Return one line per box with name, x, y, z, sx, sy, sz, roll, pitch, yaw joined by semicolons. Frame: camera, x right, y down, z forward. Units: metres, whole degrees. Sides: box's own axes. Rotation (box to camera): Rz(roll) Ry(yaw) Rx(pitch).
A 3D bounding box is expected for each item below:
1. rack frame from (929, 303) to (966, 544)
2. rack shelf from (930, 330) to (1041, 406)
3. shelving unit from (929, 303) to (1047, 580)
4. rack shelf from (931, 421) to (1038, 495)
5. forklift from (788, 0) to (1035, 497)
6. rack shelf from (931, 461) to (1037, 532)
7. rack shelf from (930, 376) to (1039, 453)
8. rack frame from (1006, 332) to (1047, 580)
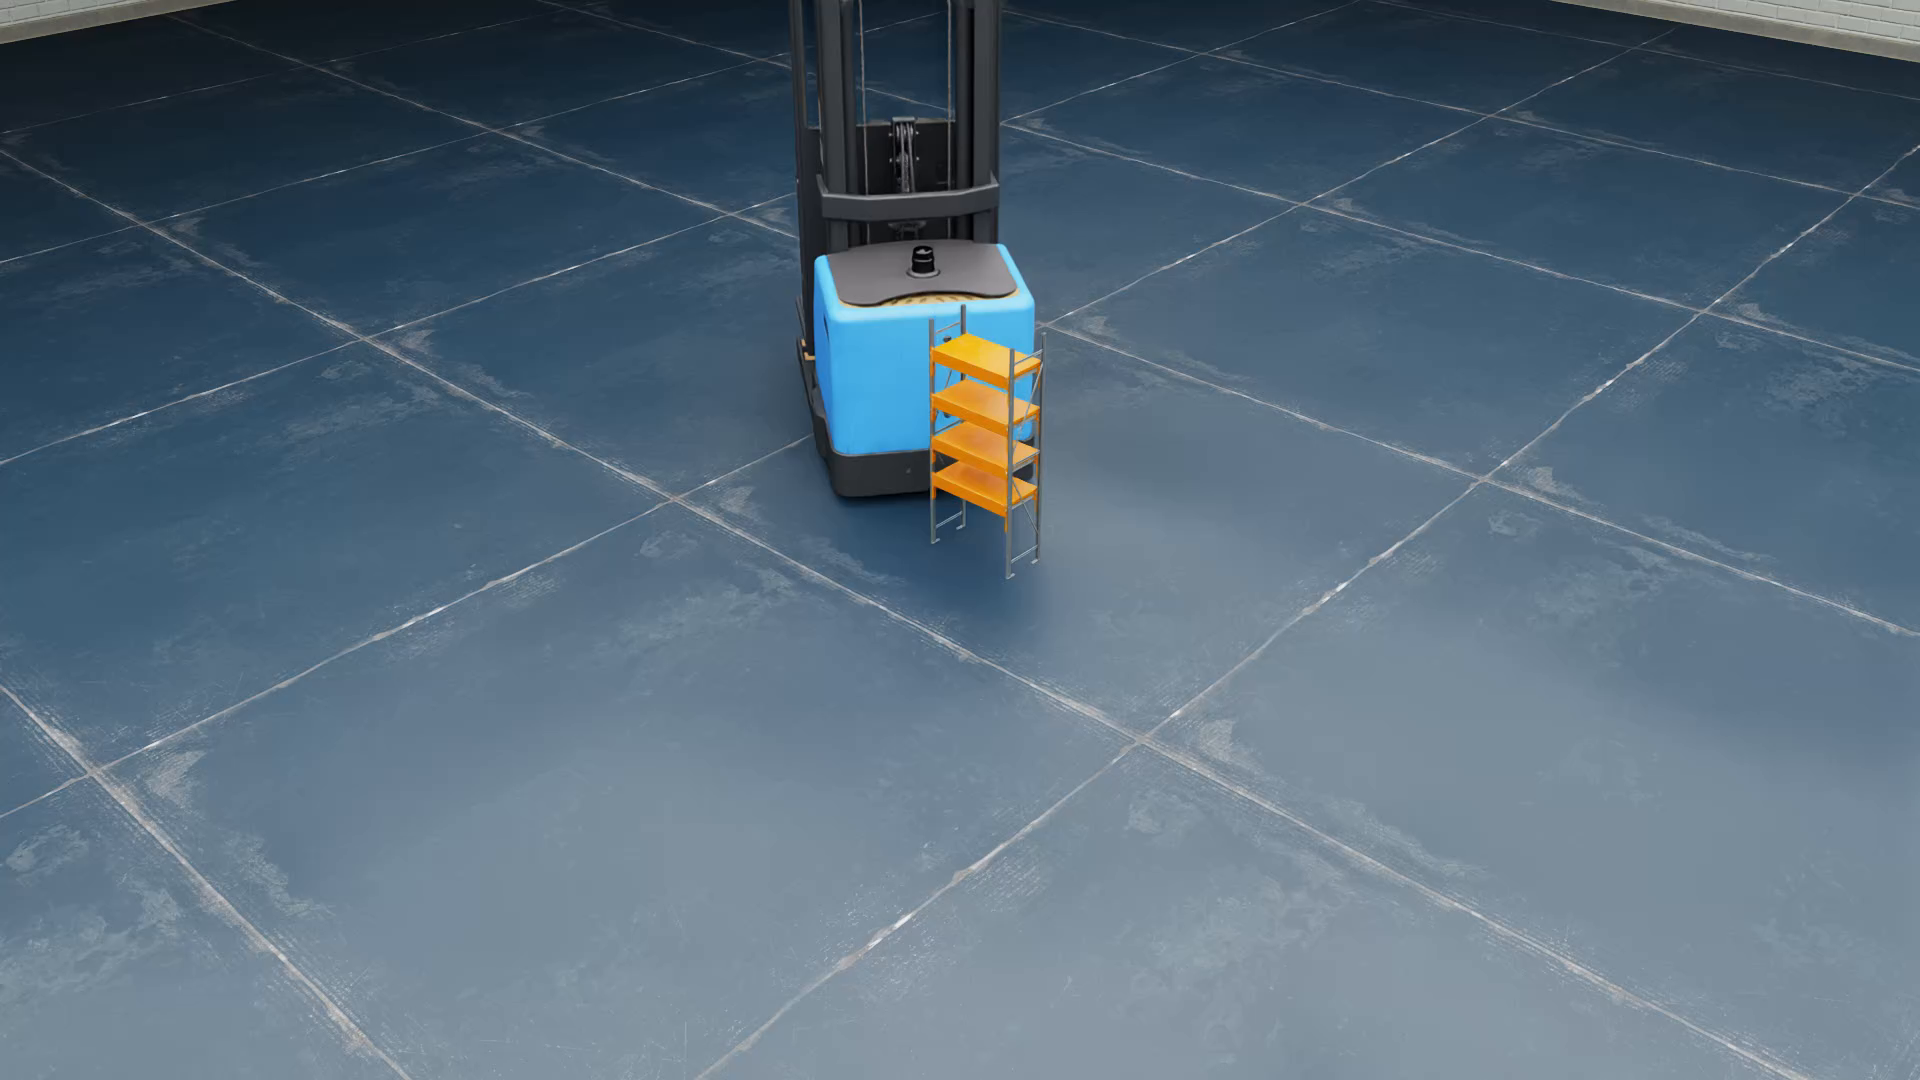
rack frame;-0.058;-0.541;7.986;0.015;1.200;0.240;25;39;35
rack shelf;0.123;-0.793;7.643;0.480;0.148;0.258;25;39;35
shelving unit;0.123;-0.457;7.845;0.503;1.200;0.258;25;39;35
rack shelf;0.123;-0.399;7.880;0.480;0.148;0.258;25;39;35
forklift;-0.373;-2.220;9.095;1.130;2.935;3.031;-5;31;-8
rack shelf;0.123;-0.229;7.982;0.480;0.148;0.258;25;39;35
rack shelf;0.123;-0.591;7.765;0.480;0.148;0.258;25;39;35
rack frame;0.304;-0.372;7.705;0.015;1.200;0.240;25;39;35
